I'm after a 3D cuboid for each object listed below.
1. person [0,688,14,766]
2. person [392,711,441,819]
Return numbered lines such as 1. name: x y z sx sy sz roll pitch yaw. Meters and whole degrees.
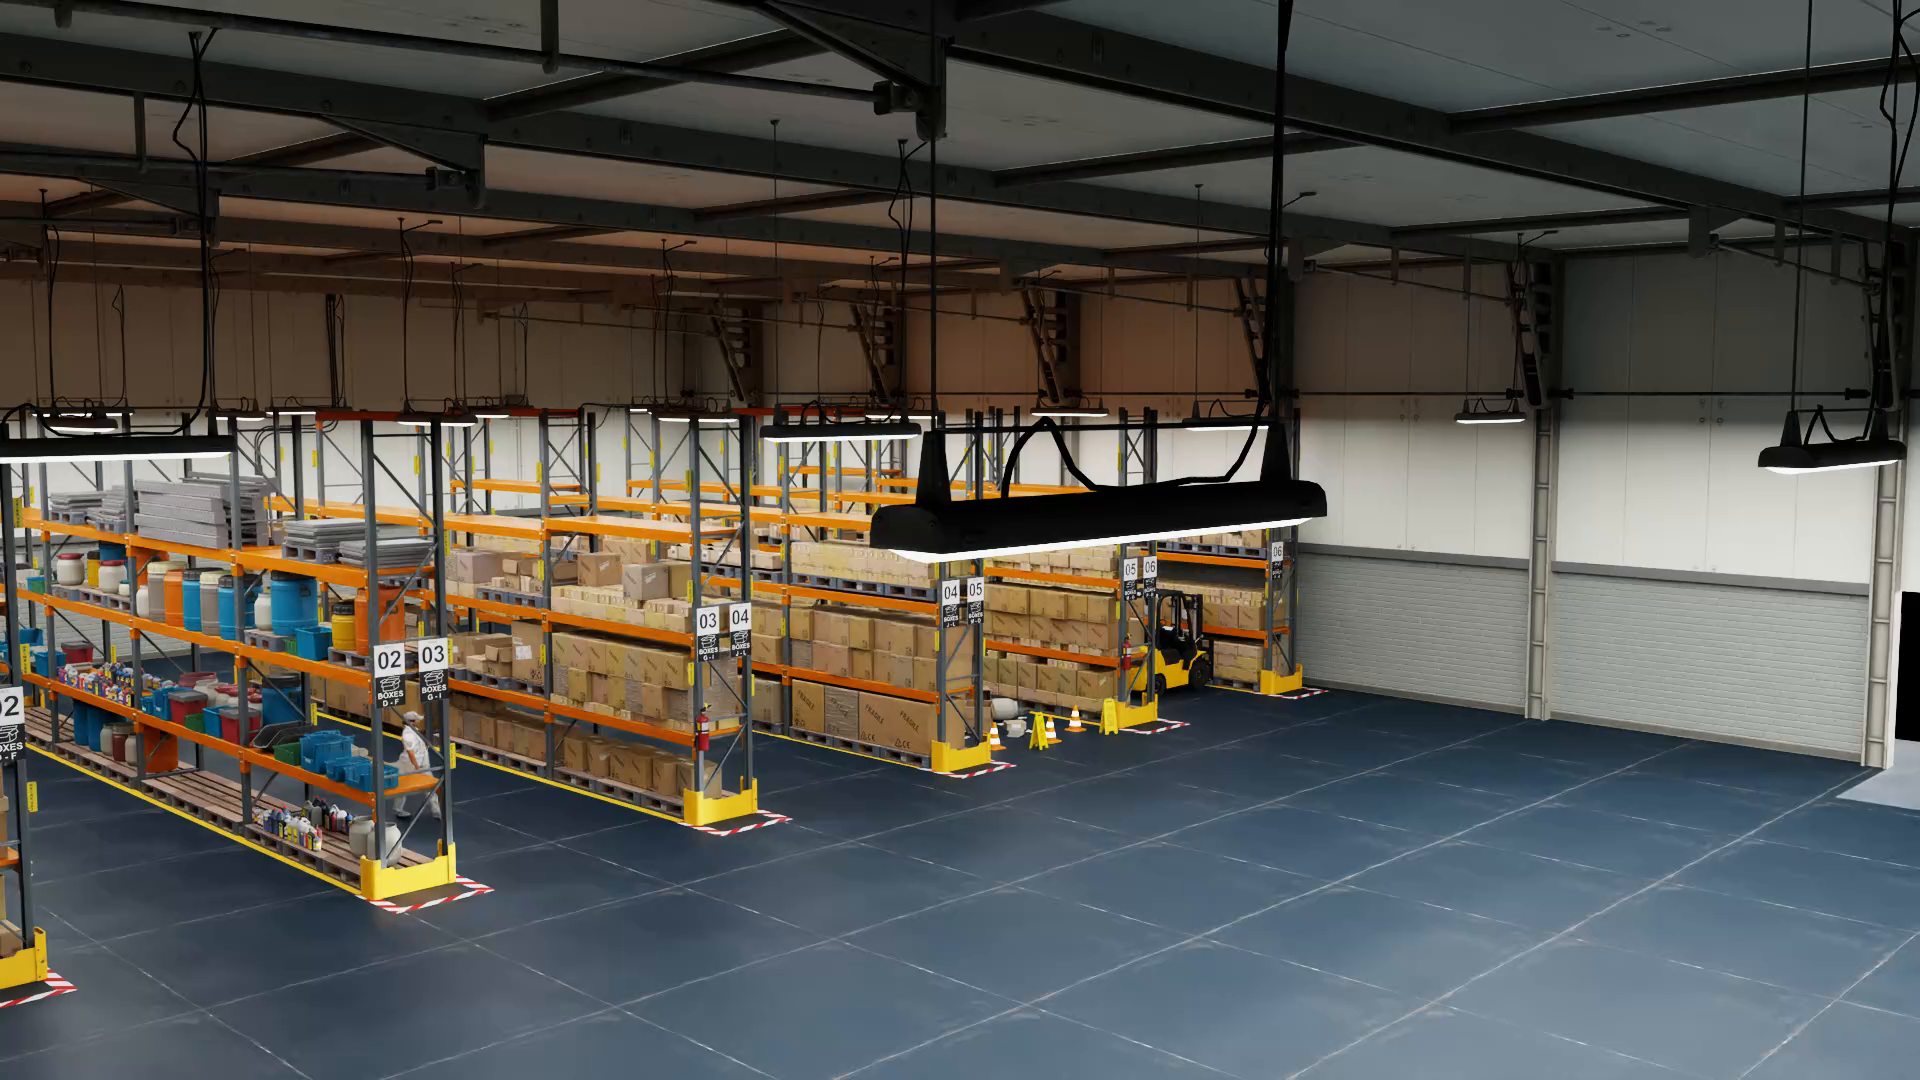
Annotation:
1. person: -16.300 2.968 28.195 0.613 1.721 0.454 4 7 39
2. person: -8.033 3.328 24.619 0.975 1.607 0.478 3 6 35
